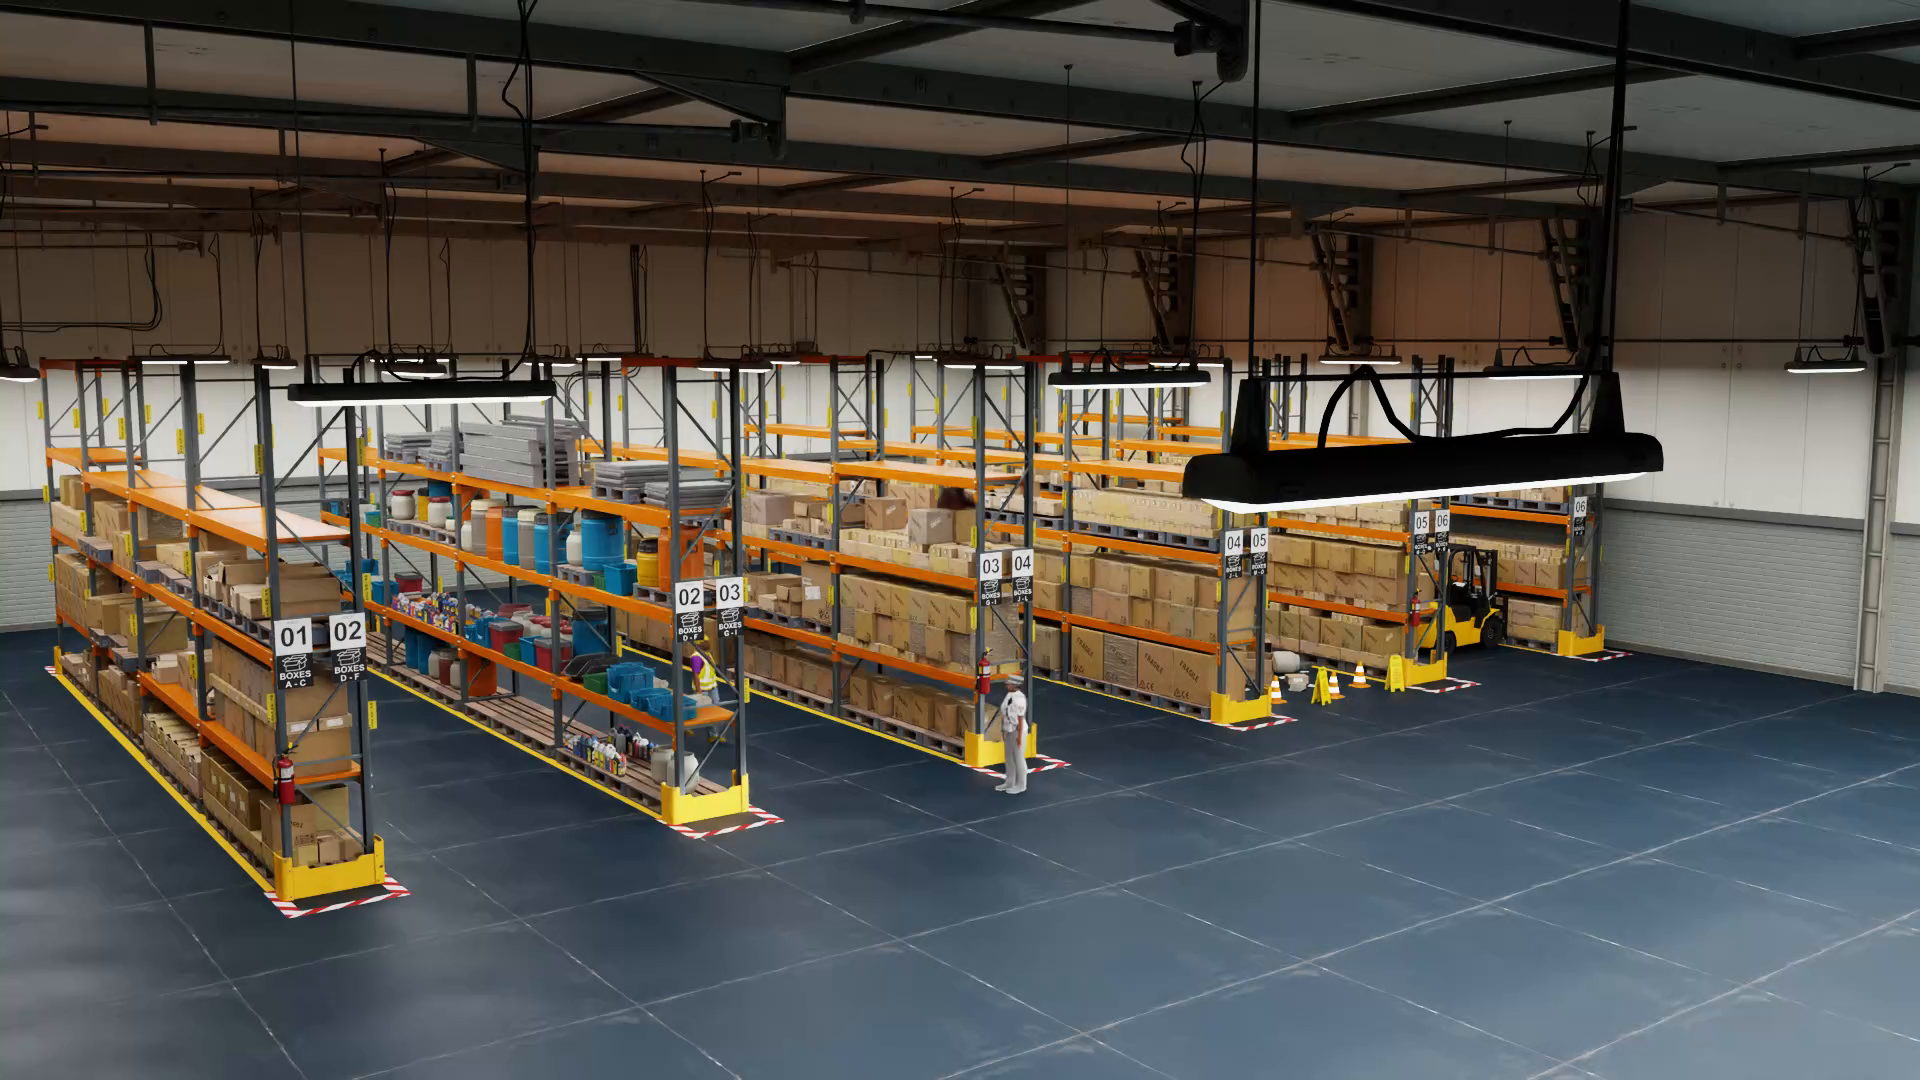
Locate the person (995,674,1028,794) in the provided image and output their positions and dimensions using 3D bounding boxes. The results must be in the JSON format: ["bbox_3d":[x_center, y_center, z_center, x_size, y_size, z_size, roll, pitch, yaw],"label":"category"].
[{"bbox_3d":[0.740,2.702,23.267,0.387,1.694,0.455,-3,7,-24],"label":"person"}]

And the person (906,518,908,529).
[{"bbox_3d":[-1.442,0.099,44.565,0.566,1.753,0.539,-6,9,-39],"label":"person"}]

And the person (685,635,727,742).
[{"bbox_3d":[-4.059,2.329,26.184,0.734,1.730,0.618,4,8,28],"label":"person"}]
